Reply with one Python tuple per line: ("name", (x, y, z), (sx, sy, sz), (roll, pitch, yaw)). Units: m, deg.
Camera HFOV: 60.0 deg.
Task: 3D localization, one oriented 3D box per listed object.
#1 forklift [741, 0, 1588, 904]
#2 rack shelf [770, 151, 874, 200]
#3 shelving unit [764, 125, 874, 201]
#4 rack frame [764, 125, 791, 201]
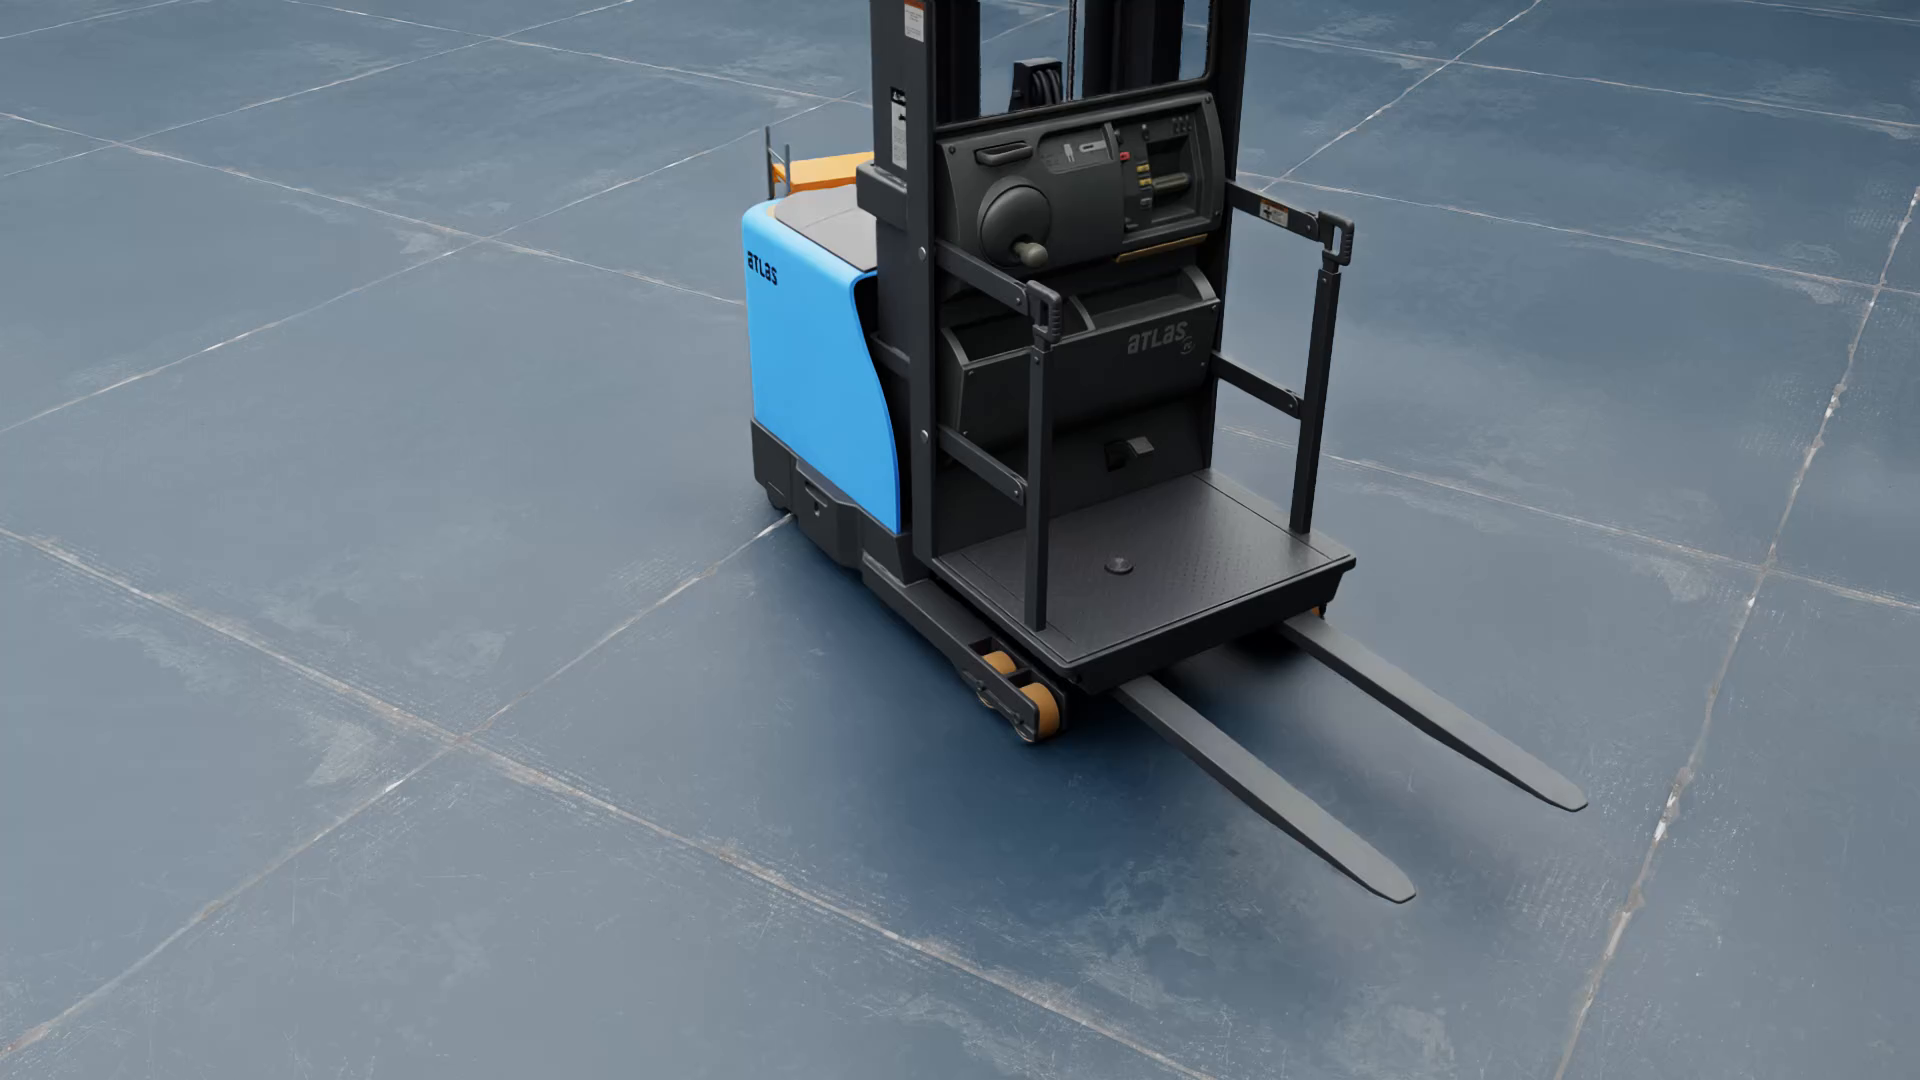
("forklift", (0.478, -0.962, 4.490), (1.130, 2.935, 3.031), (-18, 35, -28))
("rack shelf", (-0.415, -1.281, 5.973), (0.480, 0.148, 0.258), (-12, 33, -20))
("shelving unit", (-0.416, -0.943, 6.174), (0.503, 1.200, 0.258), (-12, 33, -20))
("rack frame", (-0.641, -0.894, 6.090), (0.015, 1.200, 0.240), (-12, 33, -20))
